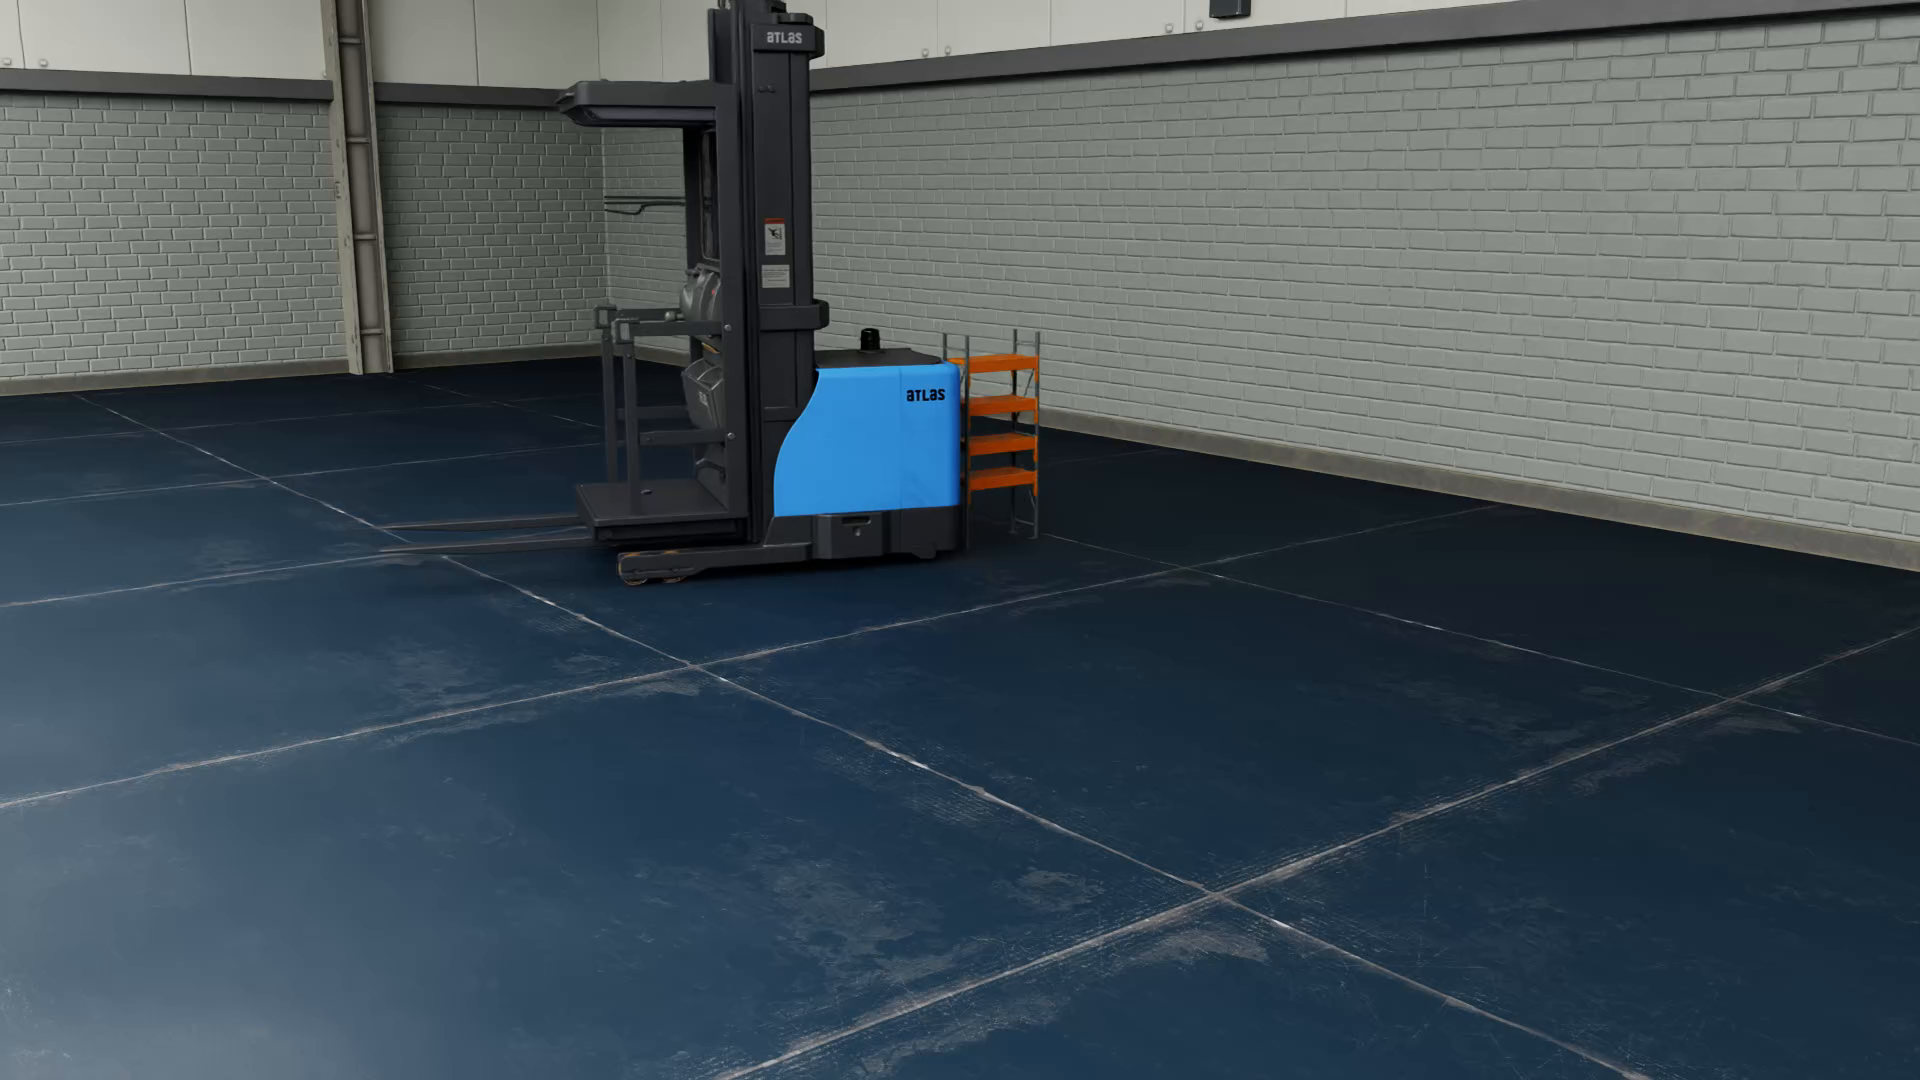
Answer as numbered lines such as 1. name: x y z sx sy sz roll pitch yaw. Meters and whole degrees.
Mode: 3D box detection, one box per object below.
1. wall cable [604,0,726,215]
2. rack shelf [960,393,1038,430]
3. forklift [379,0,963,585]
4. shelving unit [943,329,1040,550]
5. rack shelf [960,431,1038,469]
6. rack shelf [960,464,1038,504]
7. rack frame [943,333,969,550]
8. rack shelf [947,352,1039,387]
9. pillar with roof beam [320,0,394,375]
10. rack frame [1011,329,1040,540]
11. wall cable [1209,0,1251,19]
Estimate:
1. wall cable: -3.364 -4.899 18.513 0.112 2.526 3.097 -9 15 -38
2. rack shelf: 0.177 -0.735 9.447 0.480 0.148 0.258 -8 14 -34
3. forklift: -1.559 -1.323 8.803 3.031 2.935 1.130 -4 13 -18
4. shelving unit: 0.177 -0.582 9.480 0.503 1.200 0.258 -8 14 -34
5. rack shelf: 0.177 -0.516 9.494 0.480 0.148 0.258 -8 14 -34
6. rack shelf: 0.177 -0.322 9.535 0.480 0.148 0.258 -8 14 -34
7. rack frame: -0.023 -0.553 9.344 0.015 1.200 0.240 -8 14 -34
8. rack shelf: 0.177 -0.966 9.398 0.480 0.148 0.258 -8 14 -34
9. pillar with roof beam: -3.801 -5.552 14.112 0.400 9.000 9.100 -9 15 -38
10. rack frame: 0.378 -0.611 9.616 0.015 1.200 0.240 -8 14 -34
11. wall cable: 2.554 -6.540 10.576 0.169 6.003 2.305 -9 15 -38
